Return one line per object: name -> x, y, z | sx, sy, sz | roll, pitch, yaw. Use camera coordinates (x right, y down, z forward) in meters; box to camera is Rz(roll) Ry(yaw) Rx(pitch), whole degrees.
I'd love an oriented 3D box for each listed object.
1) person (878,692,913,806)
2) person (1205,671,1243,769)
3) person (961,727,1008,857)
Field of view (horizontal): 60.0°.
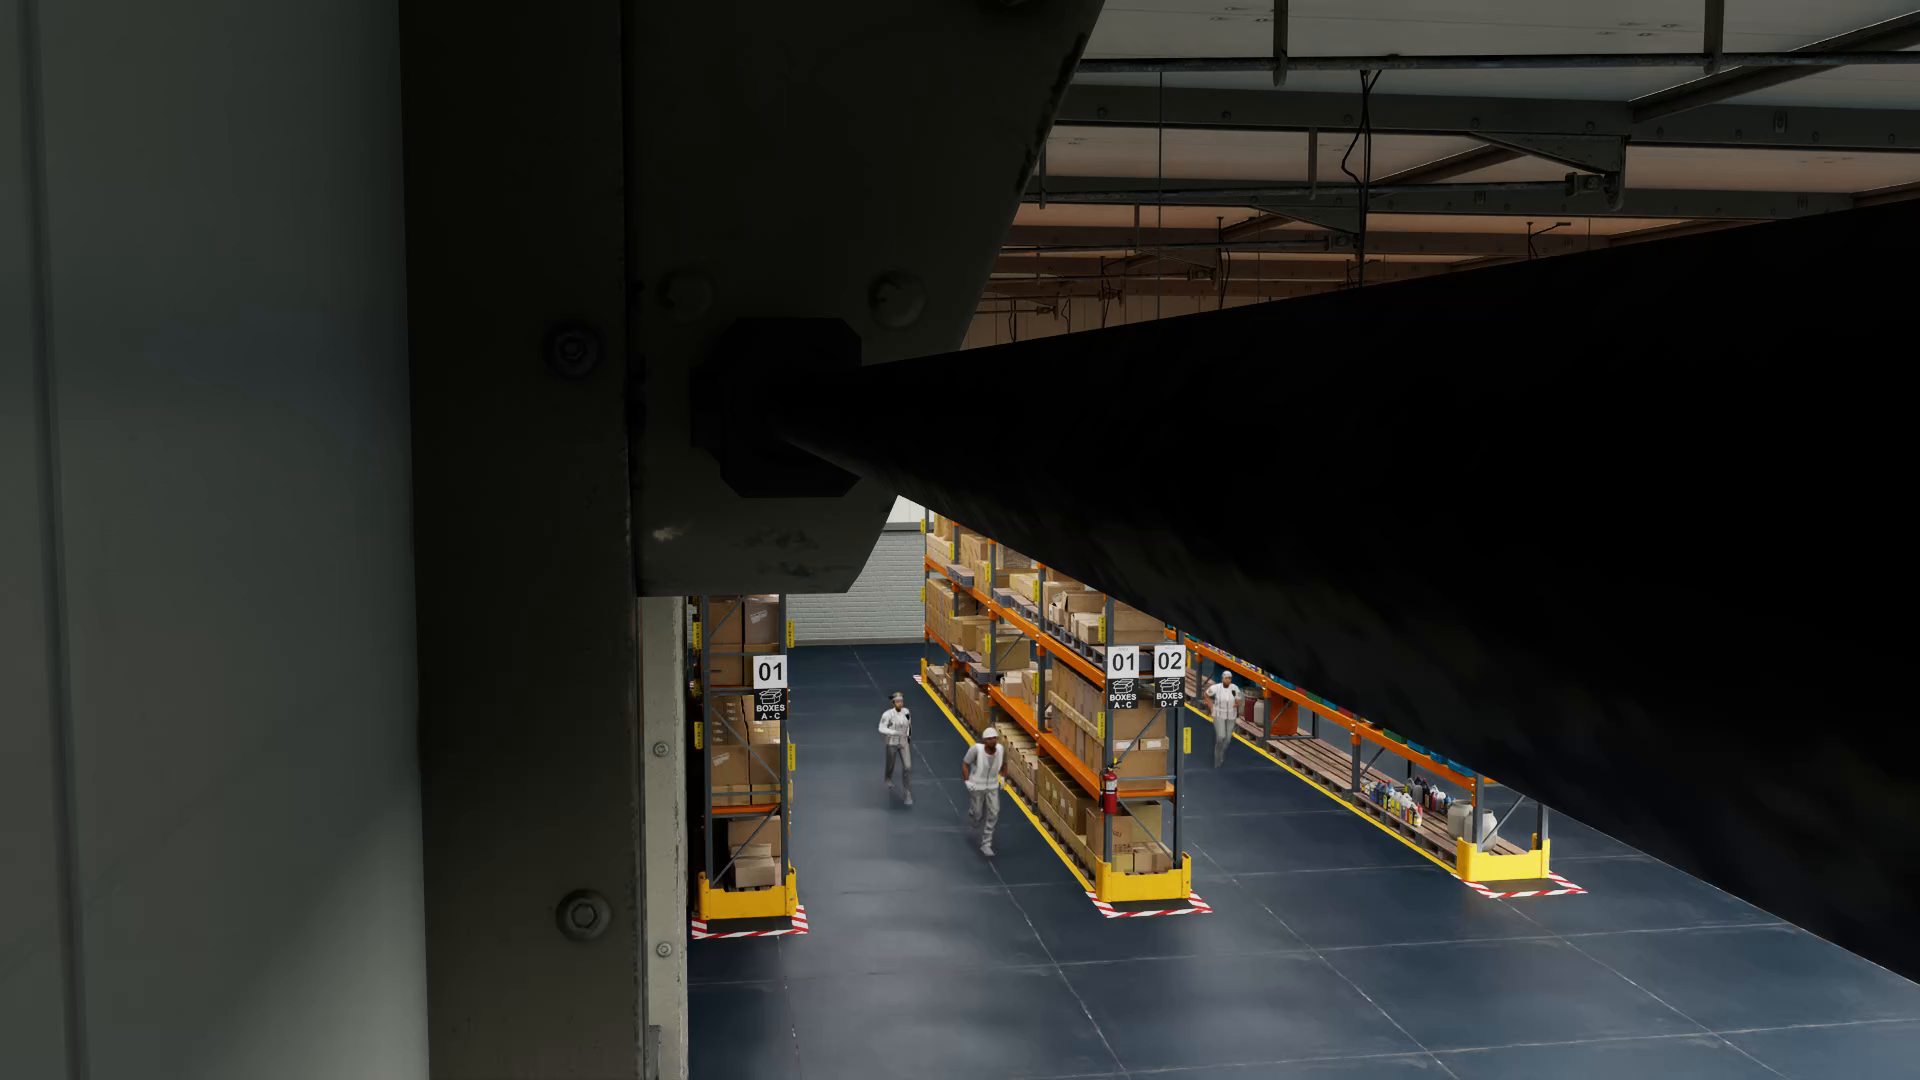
person -> -1.011, 3.215, 25.969 | 0.578, 1.739, 0.996 | -1, 5, -16
person -> 4.490, 3.036, 28.210 | 0.590, 1.670, 0.718 | -1, 5, -10
person -> 0.341, 3.446, 23.151 | 0.688, 1.758, 0.891 | -1, 5, -15
